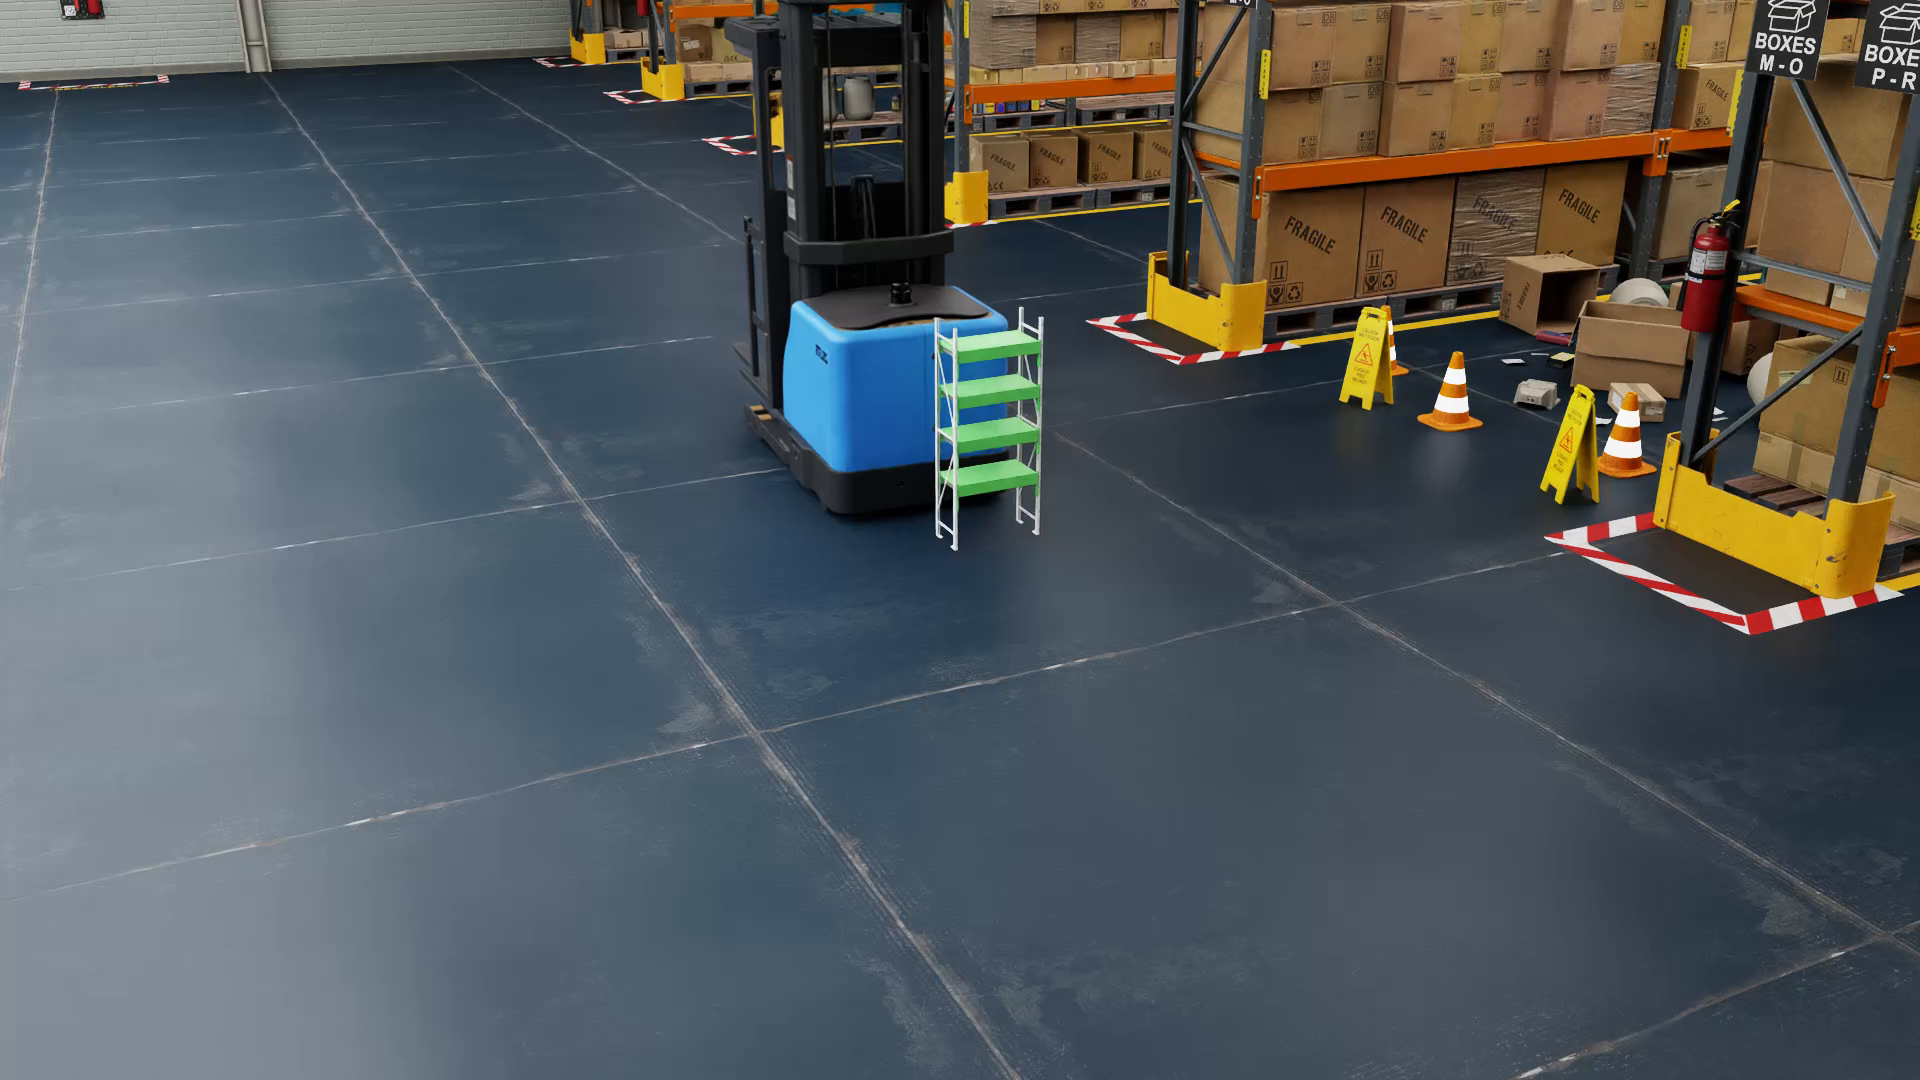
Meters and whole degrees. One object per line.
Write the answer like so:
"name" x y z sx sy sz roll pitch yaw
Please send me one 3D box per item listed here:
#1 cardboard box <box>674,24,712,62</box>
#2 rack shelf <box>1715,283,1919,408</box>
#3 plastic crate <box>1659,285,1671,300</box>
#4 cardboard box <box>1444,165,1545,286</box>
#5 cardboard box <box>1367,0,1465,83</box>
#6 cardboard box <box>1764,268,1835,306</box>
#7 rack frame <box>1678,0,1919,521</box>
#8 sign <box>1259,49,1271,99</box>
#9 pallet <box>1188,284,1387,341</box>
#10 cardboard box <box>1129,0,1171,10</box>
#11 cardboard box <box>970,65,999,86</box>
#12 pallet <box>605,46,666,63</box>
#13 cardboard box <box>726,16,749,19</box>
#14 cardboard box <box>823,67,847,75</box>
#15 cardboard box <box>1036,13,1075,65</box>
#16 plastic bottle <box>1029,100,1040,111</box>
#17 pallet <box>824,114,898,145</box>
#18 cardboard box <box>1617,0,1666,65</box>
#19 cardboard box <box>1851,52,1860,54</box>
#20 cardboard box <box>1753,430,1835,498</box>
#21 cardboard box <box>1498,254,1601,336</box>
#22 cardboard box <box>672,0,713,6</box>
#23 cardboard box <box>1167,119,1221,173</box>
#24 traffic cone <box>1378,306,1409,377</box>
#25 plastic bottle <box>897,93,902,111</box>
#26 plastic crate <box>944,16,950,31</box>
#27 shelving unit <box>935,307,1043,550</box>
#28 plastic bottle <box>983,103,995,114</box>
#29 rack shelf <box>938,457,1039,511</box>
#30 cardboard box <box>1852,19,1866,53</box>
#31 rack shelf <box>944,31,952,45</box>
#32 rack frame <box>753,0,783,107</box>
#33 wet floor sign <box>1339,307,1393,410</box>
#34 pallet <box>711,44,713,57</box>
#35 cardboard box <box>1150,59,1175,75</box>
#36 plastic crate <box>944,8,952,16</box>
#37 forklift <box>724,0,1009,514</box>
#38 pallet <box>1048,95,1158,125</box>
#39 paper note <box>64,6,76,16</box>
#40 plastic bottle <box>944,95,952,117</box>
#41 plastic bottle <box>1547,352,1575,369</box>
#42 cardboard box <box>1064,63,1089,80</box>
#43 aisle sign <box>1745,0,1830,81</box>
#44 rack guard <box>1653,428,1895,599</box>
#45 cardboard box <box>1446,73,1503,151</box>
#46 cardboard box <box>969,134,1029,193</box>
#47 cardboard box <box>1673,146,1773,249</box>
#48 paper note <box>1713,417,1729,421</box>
"cardboard box" -4.115 -7.595 25.390 0.500 0.500 0.500 -10 25 -24
"rack shelf" 5.924 -1.303 9.065 4.000 0.370 1.077 -10 25 -24
"plastic crate" 5.899 -1.904 13.176 0.662 0.188 0.450 2 13 4
"cardboard box" 4.080 -2.638 13.578 0.875 0.875 0.875 -10 25 -23
"cardboard box" 3.254 -3.779 12.496 0.550 0.550 0.875 -10 25 -24
"cardboard box" 4.366 -1.324 8.502 0.250 0.149 0.380 -10 24 -22
"rack frame" 4.122 -1.304 8.126 0.127 3.000 1.000 -10 25 -24
"sign" 2.119 -3.237 11.562 0.005 0.325 0.100 -10 25 -24
"pallet" 2.570 -1.864 13.126 1.213 0.211 1.003 -10 25 -24
"cardboard box" 1.789 -5.611 16.704 0.500 0.500 0.500 -10 25 -24
"cardboard box" 0.184 -4.568 16.340 0.250 0.149 0.380 -10 25 -24
"pallet" -5.805 -8.687 29.608 1.213 0.211 1.003 -10 25 -24
"cardboard box" -3.935 -9.366 30.296 0.500 0.500 0.500 -12 26 -28
"cardboard box" -2.087 -7.401 25.902 0.500 0.250 0.500 -10 25 -24
"cardboard box" 0.730 -5.109 16.798 0.500 0.500 0.875 -10 25 -24
"plastic bottle" 0.989 -5.844 22.071 0.133 0.283 0.061 -9 24 -21
"pallet" -1.542 -5.299 21.424 1.213 0.211 1.003 -10 25 -24
"cardboard box" 5.141 -4.175 13.455 0.550 0.550 0.875 -10 25 -24
"cardboard box" 4.946 -2.191 8.442 0.500 0.500 0.700 -10 25 -23
"cardboard box" 4.755 -0.458 9.129 0.500 0.250 0.500 -11 25 -24
"cardboard box" 4.534 -1.892 12.811 0.500 0.500 0.500 -6 23 -14
"cardboard box" -4.043 -8.253 24.783 0.500 0.500 0.700 -10 25 -24
"cardboard box" 2.537 -4.271 18.015 0.500 0.500 0.500 -3 23 -7
"traffic cone" 2.978 -1.420 11.723 0.334 0.463 0.336 -10 25 -24
"plastic bottle" -0.762 -5.856 22.099 0.133 0.283 0.061 -10 24 -22
"plastic crate" -0.074 -6.611 21.292 0.437 0.136 0.530 -10 25 -24
"shelving unit" 0.149 -0.582 8.735 0.503 1.200 0.258 -10 25 -24
"plastic bottle" 0.360 -5.777 21.821 0.185 0.351 0.144 -11 25 -24
"rack shelf" 0.149 -0.301 8.851 0.480 0.148 0.258 -10 25 -24
"cardboard box" 7.767 -4.587 14.619 0.500 0.500 0.700 -11 25 -24
"rack shelf" -0.522 -6.425 21.439 4.000 0.370 1.077 -10 25 -24
"rack frame" -2.325 -6.426 20.500 0.127 3.000 1.000 -10 25 -24
"wet floor sign" 2.716 -1.218 10.997 0.232 0.644 0.267 -15 27 -33
"pallet" -4.708 -8.888 30.094 1.213 0.211 1.003 -10 25 -24
"cardboard box" 2.004 -4.886 17.108 0.250 0.149 0.380 -10 25 -24
"plastic crate" -0.066 -6.864 21.835 0.662 0.188 0.450 -10 25 -24
"forklift" -0.728 -2.028 9.965 1.130 2.935 3.031 -8 24 -20
"pallet" 1.970 -5.945 22.983 1.213 0.211 1.003 -10 25 -24
"paper note" -14.205 -8.450 26.541 0.142 0.148 0.016 -10 25 -24
"plastic bottle" -0.157 -5.635 21.582 0.097 0.271 0.097 0 22 0
"plastic bottle" 4.344 -1.298 11.954 0.133 0.061 0.283 20 30 40
"cardboard box" 1.094 -4.727 16.724 0.250 0.149 0.380 -10 25 -24
"aisle sign" 3.940 -2.595 7.846 0.004 0.787 0.394 -10 25 -24
"rack guard" 4.190 -0.161 8.635 0.348 0.500 1.175 -10 25 -24
"cardboard box" 3.703 -3.390 12.970 0.500 0.550 0.875 -10 25 -24
"cardboard box" 0.394 -3.856 17.011 0.500 0.500 0.500 -6 23 -14
"cardboard box" 6.879 -3.104 14.867 0.750 0.750 1.050 -10 25 -24
"paper note" 4.925 -0.784 10.778 0.123 0.001 0.032 -10 25 -24
